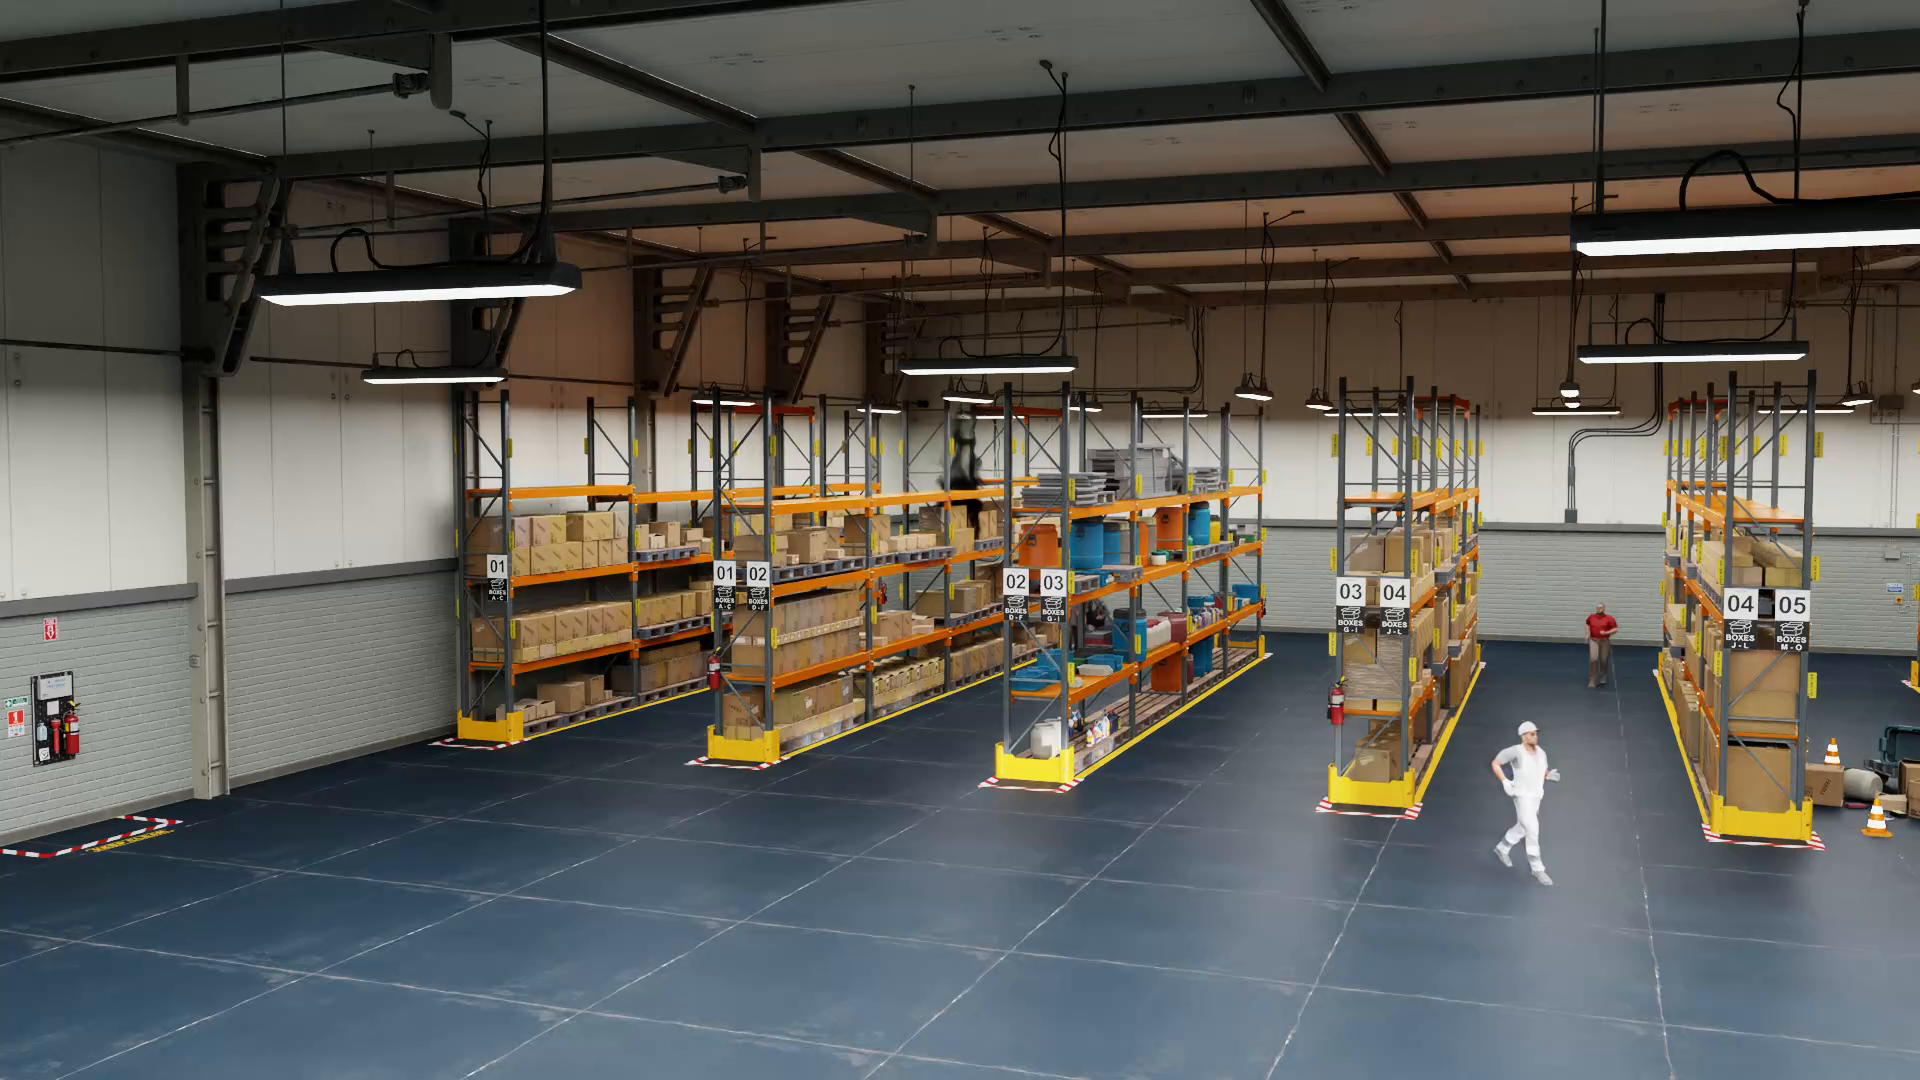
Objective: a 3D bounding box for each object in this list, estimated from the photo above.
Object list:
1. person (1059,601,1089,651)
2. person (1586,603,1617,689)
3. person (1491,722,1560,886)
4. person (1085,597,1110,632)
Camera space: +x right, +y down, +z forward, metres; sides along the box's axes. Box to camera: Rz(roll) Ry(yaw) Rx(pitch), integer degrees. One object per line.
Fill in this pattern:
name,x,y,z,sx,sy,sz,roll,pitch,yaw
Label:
person,2.436,1.878,35.777,0.675,1.899,0.801,0,3,8
person,13.471,2.206,34.952,0.646,1.783,0.839,1,3,25
person,6.603,3.024,19.400,0.646,1.824,0.933,-2,4,-31
person,3.160,1.976,38.753,0.660,1.612,0.871,1,3,14
